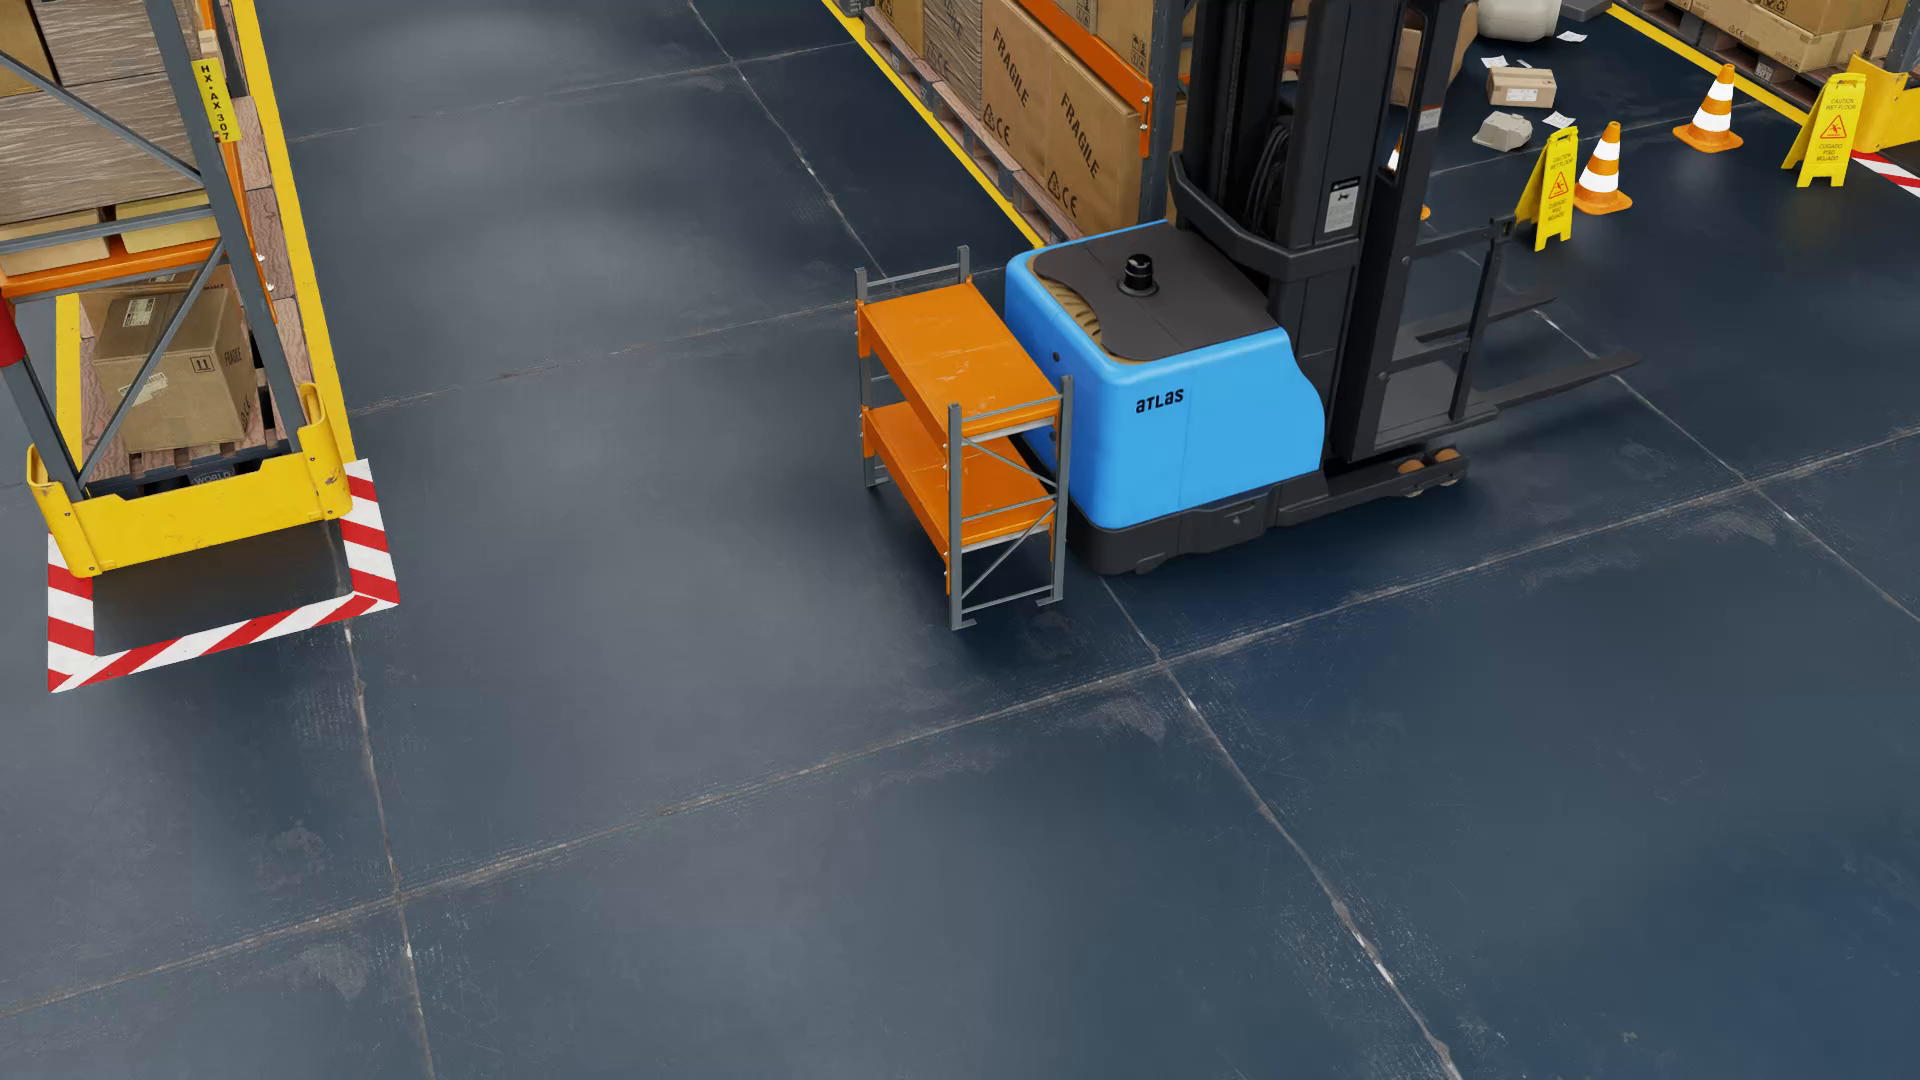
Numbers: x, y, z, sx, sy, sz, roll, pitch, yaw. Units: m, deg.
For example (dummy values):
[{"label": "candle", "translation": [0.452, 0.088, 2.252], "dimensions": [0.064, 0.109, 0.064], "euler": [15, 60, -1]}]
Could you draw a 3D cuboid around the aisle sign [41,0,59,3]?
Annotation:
[{"label": "aisle sign", "translation": [-2.966, -2.190, 5.502], "dimensions": [0.394, 0.787, 0.004], "euler": [-15, 43, -17]}]

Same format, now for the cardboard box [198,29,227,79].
[{"label": "cardboard box", "translation": [-3.640, -2.231, 7.736], "dimensions": [0.380, 0.149, 0.250], "euler": [-15, 43, -17]}]

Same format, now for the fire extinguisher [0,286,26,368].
[{"label": "fire extinguisher", "translation": [-3.649, -0.954, 6.118], "dimensions": [0.296, 0.674, 0.183], "euler": [-15, 43, -17]}]

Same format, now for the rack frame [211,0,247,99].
[{"label": "rack frame", "translation": [-4.797, -3.576, 9.108], "dimensions": [1.000, 3.000, 0.127], "euler": [-15, 43, -17]}]

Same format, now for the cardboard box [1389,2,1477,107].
[{"label": "cardboard box", "translation": [2.878, -3.119, 10.491], "dimensions": [0.637, 0.503, 0.797], "euler": [19, 44, 20]}]

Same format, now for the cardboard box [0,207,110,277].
[{"label": "cardboard box", "translation": [-3.567, -1.192, 6.528], "dimensions": [0.380, 0.149, 0.250], "euler": [-15, 43, -17]}]

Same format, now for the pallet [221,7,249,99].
[{"label": "pallet", "translation": [-5.097, -2.988, 10.563], "dimensions": [1.003, 0.211, 1.213], "euler": [-15, 43, -17]}]

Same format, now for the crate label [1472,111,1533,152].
[{"label": "crate label", "translation": [3.279, -2.467, 10.014], "dimensions": [0.298, 0.136, 0.250], "euler": [27, 47, 27]}]

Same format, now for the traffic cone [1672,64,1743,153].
[{"label": "traffic cone", "translation": [4.533, -2.615, 9.935], "dimensions": [0.336, 0.463, 0.334], "euler": [-15, 43, -17]}]

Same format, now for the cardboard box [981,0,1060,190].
[{"label": "cardboard box", "translation": [0.695, -2.619, 9.302], "dimensions": [0.875, 0.875, 0.875], "euler": [-16, 43, -18]}]

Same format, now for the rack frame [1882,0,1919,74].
[{"label": "rack frame", "translation": [5.889, -3.639, 9.181], "dimensions": [1.000, 3.000, 0.127], "euler": [-15, 43, -17]}]

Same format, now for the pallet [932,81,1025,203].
[{"label": "pallet", "translation": [0.513, -2.482, 9.974], "dimensions": [1.003, 0.211, 1.213], "euler": [-15, 43, -17]}]

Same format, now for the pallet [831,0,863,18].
[{"label": "pallet", "translation": [-0.541, -4.142, 11.904], "dimensions": [1.003, 0.211, 1.213], "euler": [-15, 43, -17]}]

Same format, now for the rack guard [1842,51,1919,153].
[{"label": "rack guard", "translation": [5.860, -2.737, 10.050], "dimensions": [1.175, 0.500, 0.348], "euler": [-15, 43, -17]}]

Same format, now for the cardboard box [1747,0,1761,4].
[{"label": "cardboard box", "translation": [5.139, -3.771, 10.547], "dimensions": [0.500, 0.500, 0.500], "euler": [-14, 43, -15]}]

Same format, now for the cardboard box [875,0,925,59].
[{"label": "cardboard box", "translation": [0.000, -3.710, 10.572], "dimensions": [0.875, 0.875, 0.875], "euler": [-14, 43, -16]}]

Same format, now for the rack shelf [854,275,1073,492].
[{"label": "rack shelf", "translation": [-0.003, -0.652, 6.697], "dimensions": [0.538, 0.278, 1.000], "euler": [-15, 43, -17]}]

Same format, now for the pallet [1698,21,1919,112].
[{"label": "pallet", "translation": [5.582, -3.126, 10.723], "dimensions": [1.003, 0.211, 1.213], "euler": [-15, 43, -17]}]

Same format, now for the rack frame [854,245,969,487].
[{"label": "rack frame", "translation": [-0.197, -0.737, 7.244], "dimensions": [0.500, 1.125, 0.032], "euler": [-15, 43, -17]}]

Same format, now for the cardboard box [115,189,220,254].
[{"label": "cardboard box", "translation": [-3.156, -1.303, 6.657], "dimensions": [0.380, 0.149, 0.250], "euler": [-15, 43, -17]}]

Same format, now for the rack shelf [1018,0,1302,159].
[{"label": "rack shelf", "translation": [0.589, -3.275, 9.310], "dimensions": [1.077, 0.370, 4.000], "euler": [-15, 43, -17]}]

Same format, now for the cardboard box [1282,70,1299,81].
[{"label": "cardboard box", "translation": [2.183, -3.140, 10.698], "dimensions": [0.396, 0.266, 0.258], "euler": [-8, 41, -9]}]

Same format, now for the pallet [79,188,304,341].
[{"label": "pallet", "translation": [-4.037, -1.387, 8.701], "dimensions": [1.003, 0.211, 1.213], "euler": [-15, 43, -17]}]

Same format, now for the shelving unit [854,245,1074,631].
[{"label": "shelving unit", "translation": [-0.003, -0.431, 6.888], "dimensions": [0.538, 1.125, 1.048], "euler": [-15, 43, -17]}]

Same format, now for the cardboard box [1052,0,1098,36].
[{"label": "cardboard box", "translation": [0.940, -2.938, 8.251], "dimensions": [0.875, 0.550, 0.550], "euler": [-15, 43, -17]}]

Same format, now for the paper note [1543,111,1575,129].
[{"label": "paper note", "translation": [3.688, -2.586, 10.234], "dimensions": [0.148, 0.019, 0.142], "euler": [-31, 49, -31]}]

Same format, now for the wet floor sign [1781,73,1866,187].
[{"label": "wet floor sign", "translation": [4.973, -2.365, 9.505], "dimensions": [0.267, 0.644, 0.232], "euler": [-2, 41, -2]}]

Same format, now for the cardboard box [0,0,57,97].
[{"label": "cardboard box", "translation": [-3.706, -1.966, 6.164], "dimensions": [0.500, 0.500, 0.500], "euler": [-15, 43, -17]}]

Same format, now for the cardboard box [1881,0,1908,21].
[{"label": "cardboard box", "translation": [5.826, -3.609, 10.358], "dimensions": [0.500, 0.500, 0.500], "euler": [-16, 43, -18]}]

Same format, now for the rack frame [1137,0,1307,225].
[{"label": "rack frame", "translation": [1.354, -2.343, 7.675], "dimensions": [1.000, 3.000, 0.127], "euler": [-15, 43, -17]}]

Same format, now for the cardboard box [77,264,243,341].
[{"label": "cardboard box", "translation": [-3.751, -1.110, 7.836], "dimensions": [0.500, 0.500, 0.500], "euler": [-5, 41, -6]}]

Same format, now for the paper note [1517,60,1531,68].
[{"label": "paper note", "translation": [3.686, -3.111, 10.860], "dimensions": [0.032, 0.001, 0.123], "euler": [-15, 43, -17]}]

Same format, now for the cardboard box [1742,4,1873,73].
[{"label": "cardboard box", "translation": [5.322, -3.190, 10.446], "dimensions": [0.500, 0.250, 0.500], "euler": [-15, 43, -17]}]

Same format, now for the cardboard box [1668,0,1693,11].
[{"label": "cardboard box", "translation": [4.935, -3.804, 11.159], "dimensions": [0.500, 0.250, 0.500], "euler": [-17, 43, -18]}]

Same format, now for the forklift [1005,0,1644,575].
[{"label": "forklift", "translation": [1.741, -1.603, 6.867], "dimensions": [3.031, 2.935, 1.130], "euler": [-16, 43, -18]}]

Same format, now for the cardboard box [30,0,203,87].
[{"label": "cardboard box", "translation": [-3.225, -2.096, 6.315], "dimensions": [0.500, 0.500, 0.500], "euler": [-15, 43, -17]}]
